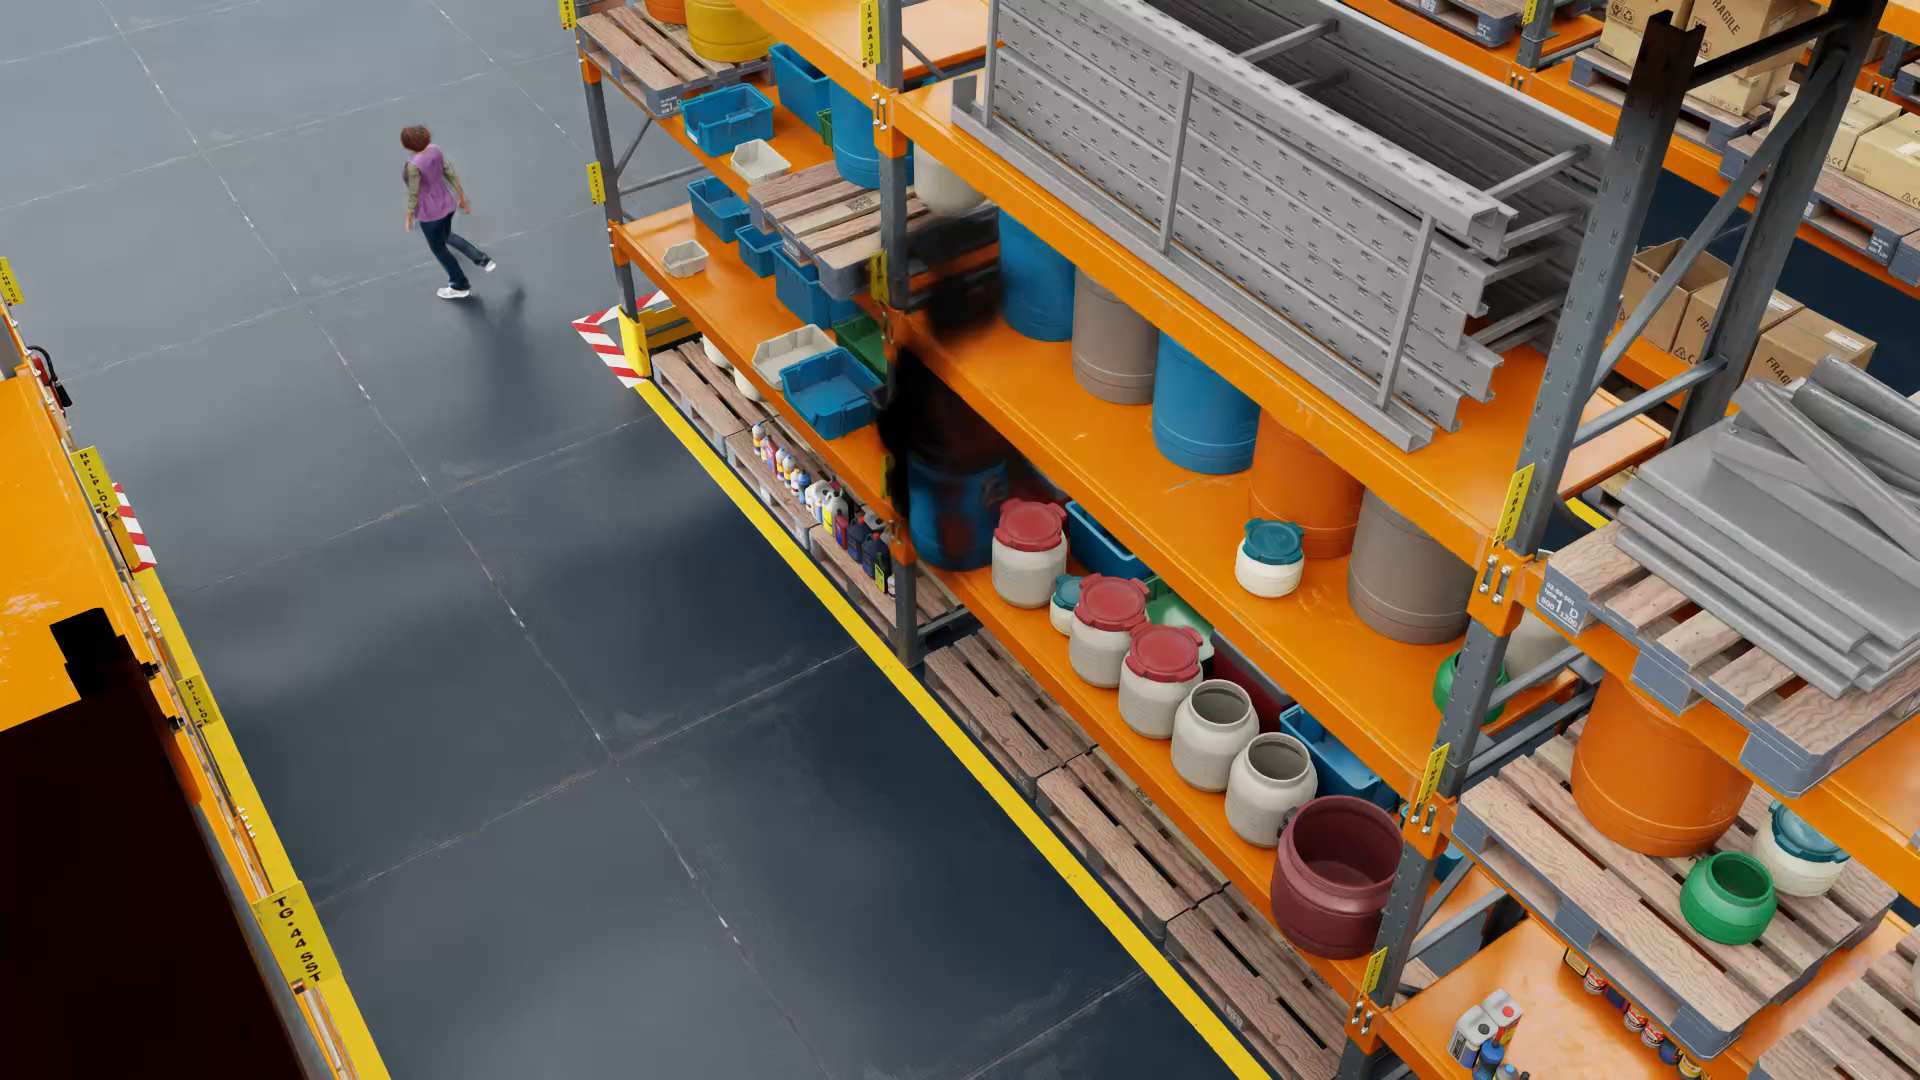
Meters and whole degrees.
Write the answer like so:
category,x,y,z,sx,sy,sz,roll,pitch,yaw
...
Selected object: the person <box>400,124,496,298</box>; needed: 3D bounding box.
category,x,y,z,sx,sy,sz,roll,pitch,yaw
person,-4.167,-2.661,13.474,0.520,1.590,0.536,12,44,12
